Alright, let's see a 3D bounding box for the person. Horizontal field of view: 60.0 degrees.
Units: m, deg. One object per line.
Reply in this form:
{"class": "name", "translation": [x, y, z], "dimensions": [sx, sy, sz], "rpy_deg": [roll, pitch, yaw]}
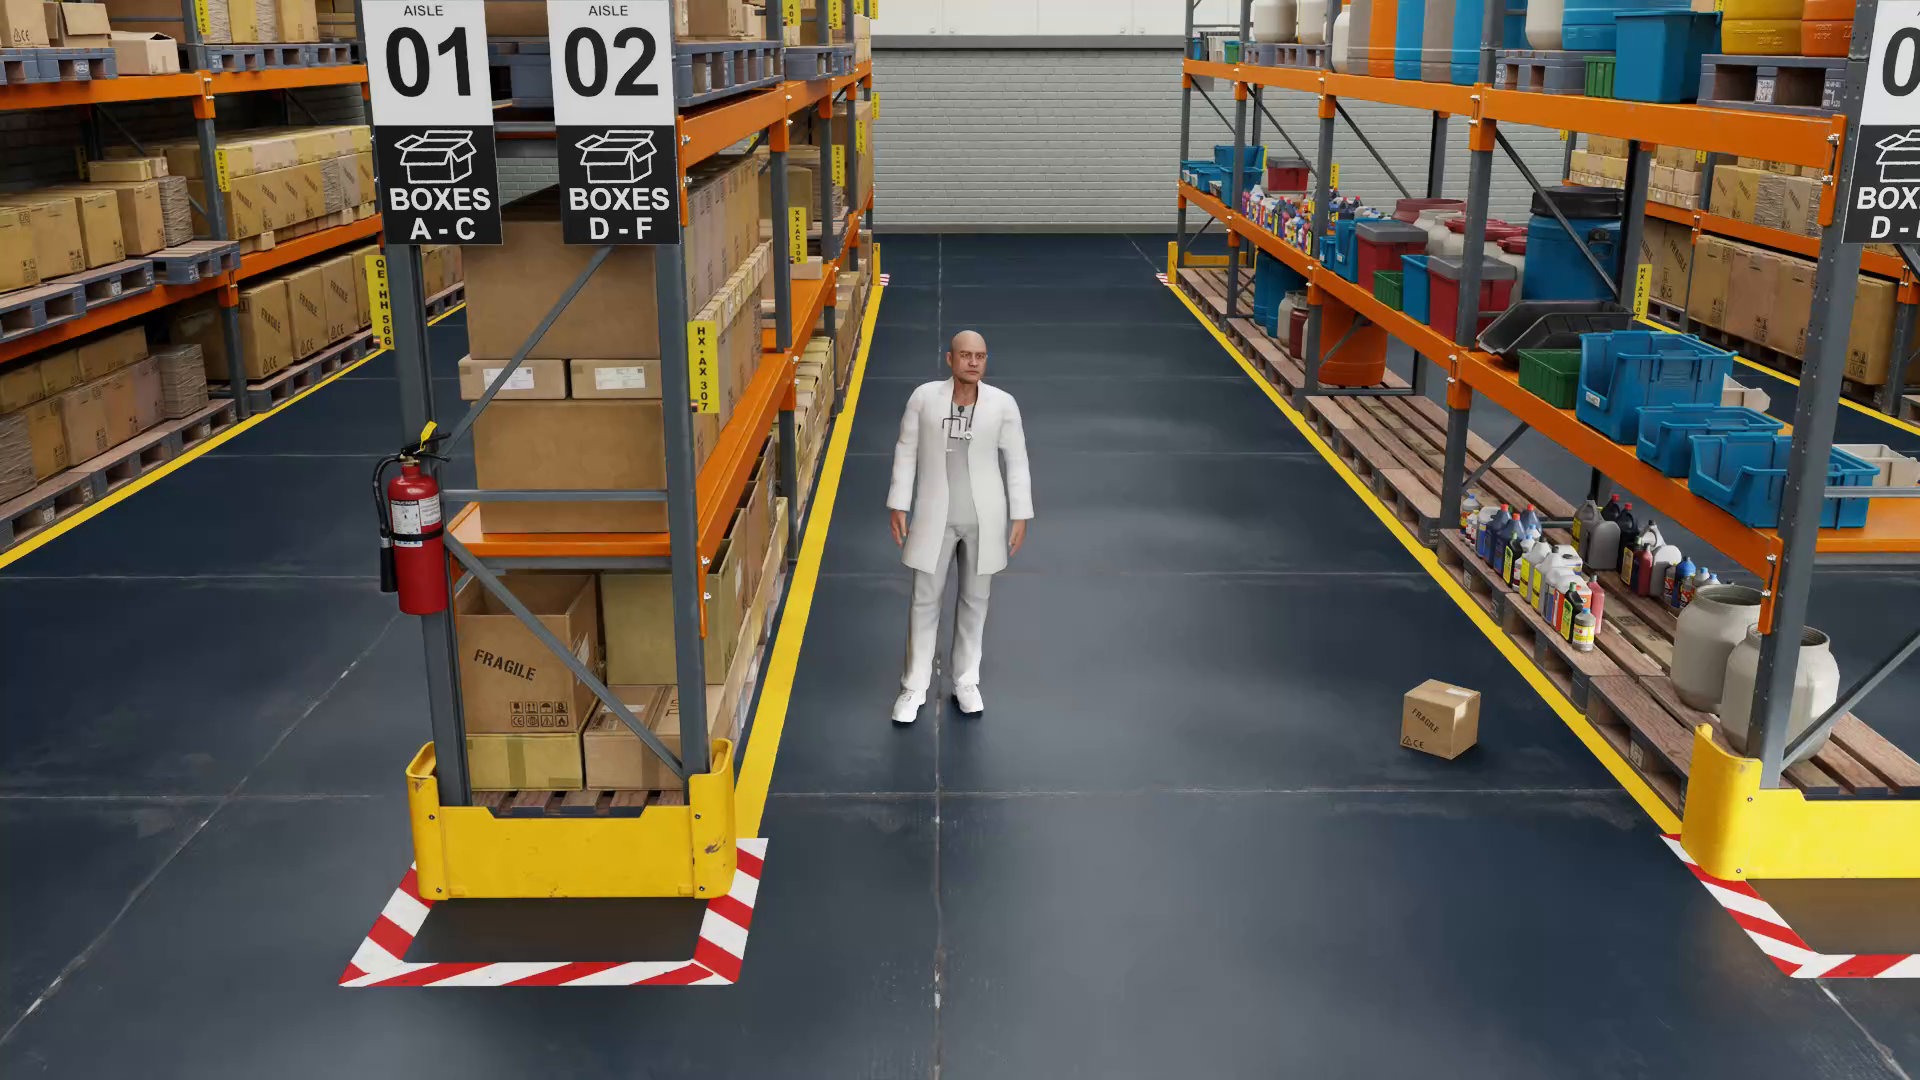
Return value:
{"class": "person", "translation": [0.000, -0.065, 7.752], "dimensions": [0.695, 1.777, 0.579], "rpy_deg": [0, 17, -1]}
